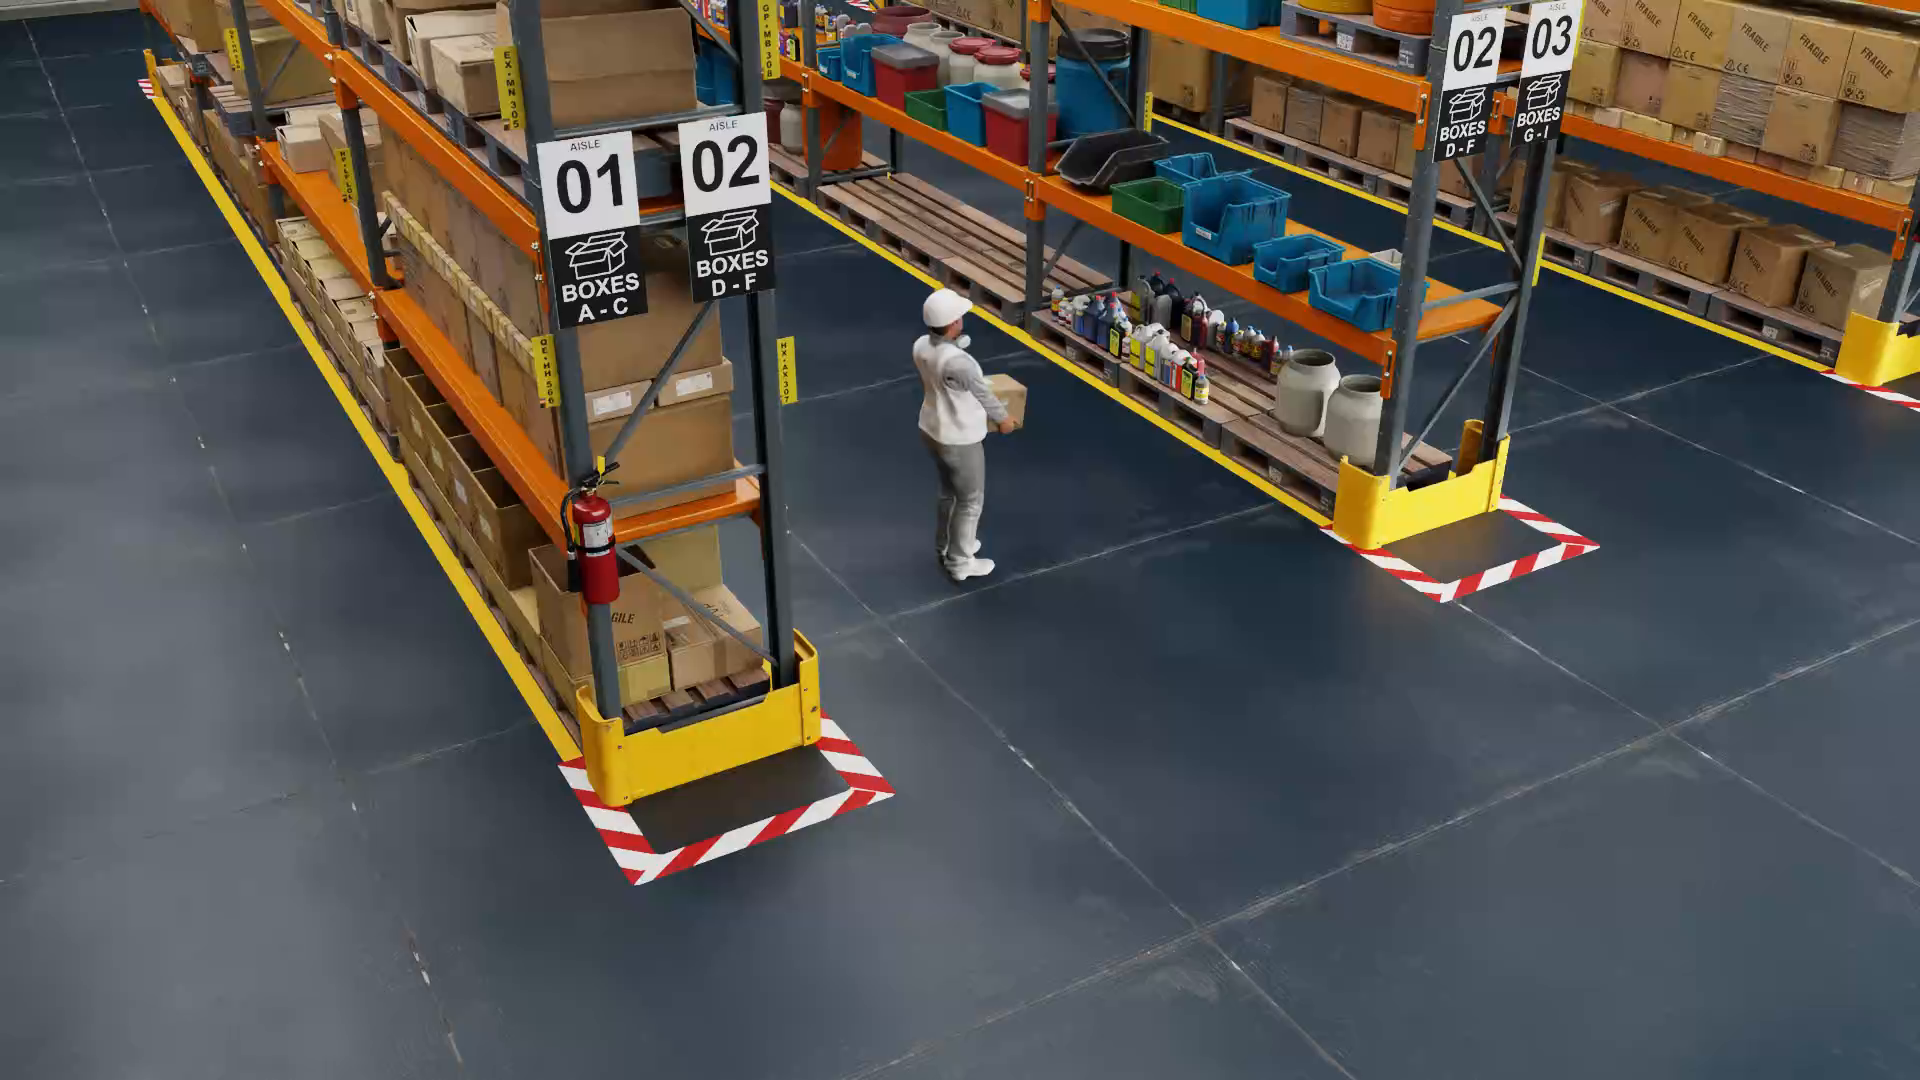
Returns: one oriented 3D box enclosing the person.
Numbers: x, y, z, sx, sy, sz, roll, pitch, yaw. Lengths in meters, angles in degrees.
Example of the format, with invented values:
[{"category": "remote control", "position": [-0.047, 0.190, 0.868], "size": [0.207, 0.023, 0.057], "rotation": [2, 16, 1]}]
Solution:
[{"category": "person", "position": [0.039, -0.649, 9.725], "size": [0.546, 1.765, 0.494], "rotation": [-15, 32, -25]}]
